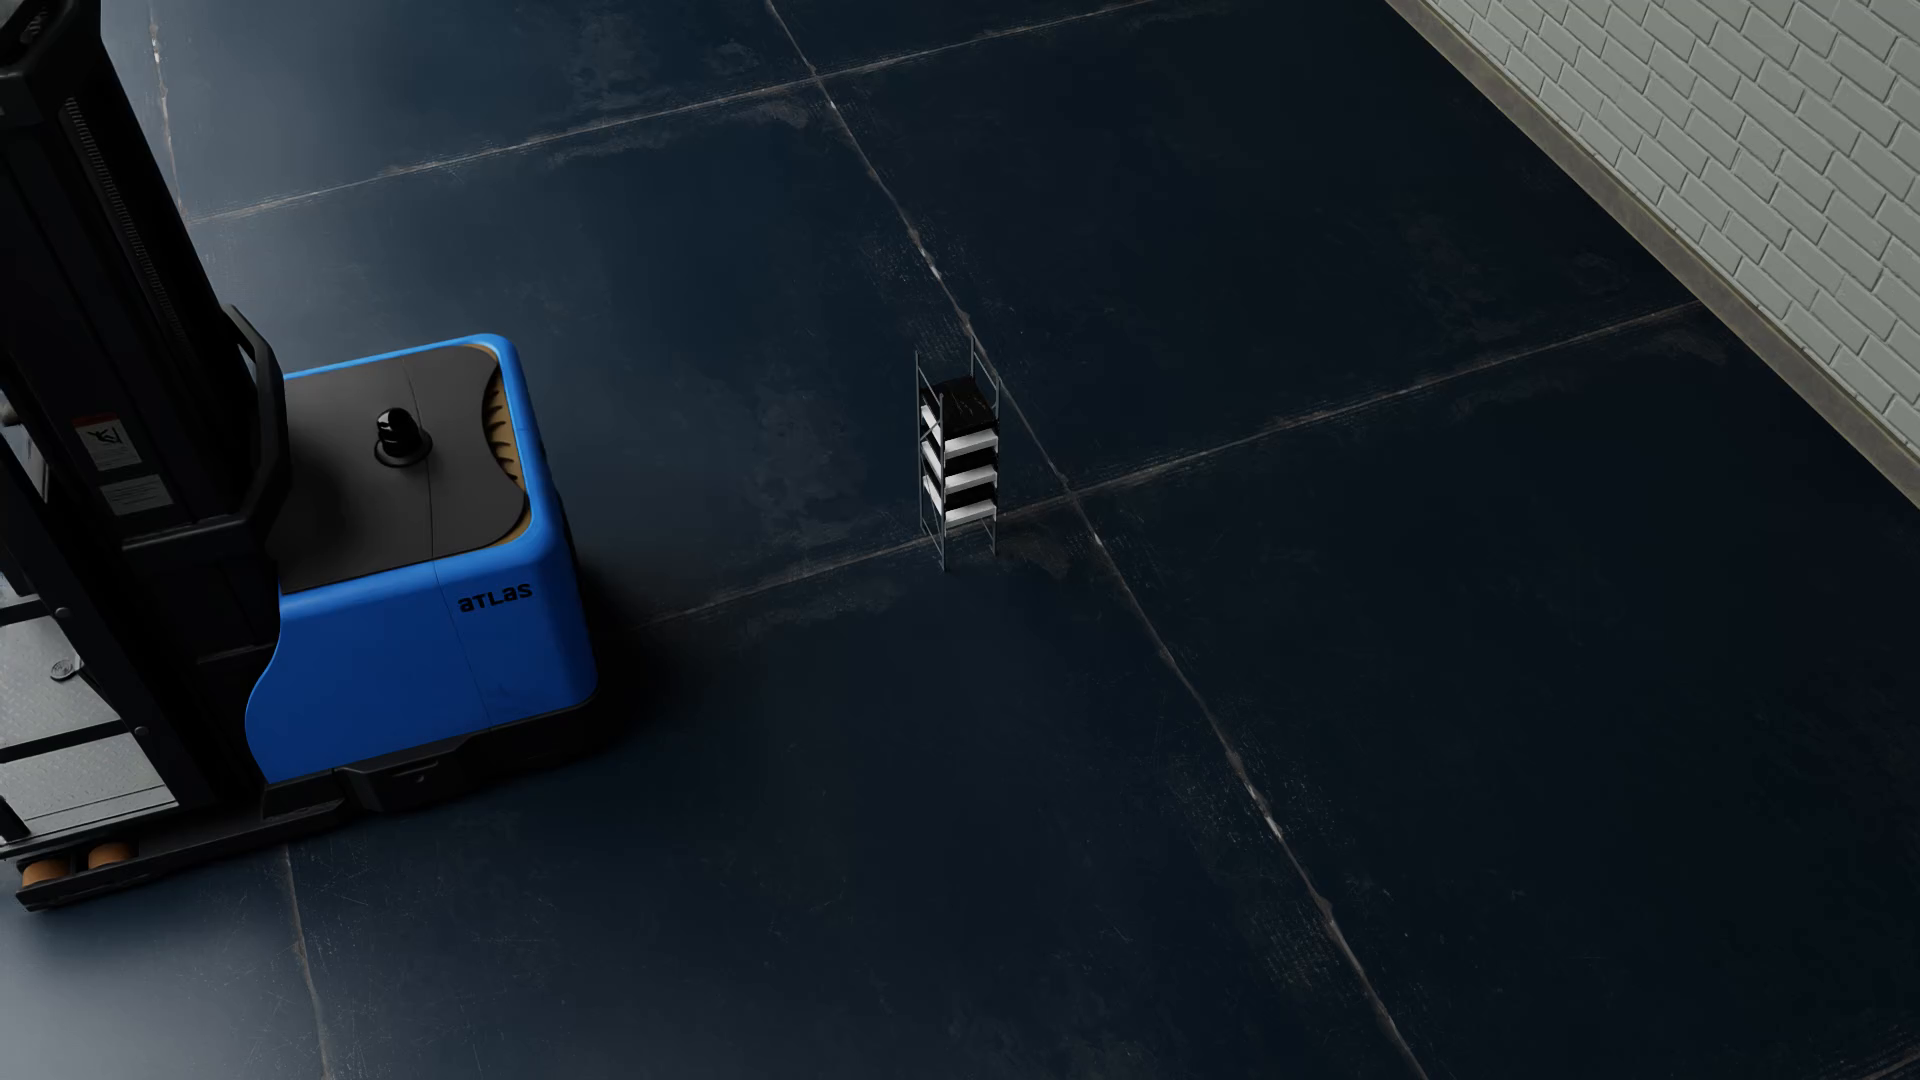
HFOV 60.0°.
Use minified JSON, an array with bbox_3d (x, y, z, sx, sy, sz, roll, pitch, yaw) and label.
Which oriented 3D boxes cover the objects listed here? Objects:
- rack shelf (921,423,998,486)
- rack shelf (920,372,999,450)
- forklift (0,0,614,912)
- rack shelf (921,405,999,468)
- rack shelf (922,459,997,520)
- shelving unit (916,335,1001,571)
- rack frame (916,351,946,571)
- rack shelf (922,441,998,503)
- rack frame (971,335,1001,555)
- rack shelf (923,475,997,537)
[{"bbox_3d":[-0.008,-0.328,5.864,0.200,0.077,0.258,-17,52,-14],"label":"rack shelf"},{"bbox_3d":[-0.008,-0.445,5.727,0.200,0.077,0.258,-17,52,-14],"label":"rack shelf"},{"bbox_3d":[-2.745,-0.251,4.534,3.031,2.935,1.130,-14,51,-12],"label":"forklift"},{"bbox_3d":[-0.008,-0.386,5.795,0.200,0.077,0.258,-17,52,-14],"label":"rack shelf"},{"bbox_3d":[-0.008,-0.211,6.000,0.200,0.077,0.258,-17,52,-14],"label":"rack shelf"},{"bbox_3d":[-0.008,-0.291,5.907,0.210,0.900,0.258,-17,52,-14],"label":"shelving unit"},{"bbox_3d":[-0.102,-0.262,5.882,0.006,0.900,0.240,-17,52,-14],"label":"rack frame"},{"bbox_3d":[-0.008,-0.269,5.932,0.200,0.077,0.258,-17,52,-14],"label":"rack shelf"},{"bbox_3d":[0.087,-0.320,5.932,0.006,0.900,0.240,-17,52,-14],"label":"rack frame"},{"bbox_3d":[-0.008,-0.152,6.068,0.200,0.077,0.258,-17,52,-14],"label":"rack shelf"}]
